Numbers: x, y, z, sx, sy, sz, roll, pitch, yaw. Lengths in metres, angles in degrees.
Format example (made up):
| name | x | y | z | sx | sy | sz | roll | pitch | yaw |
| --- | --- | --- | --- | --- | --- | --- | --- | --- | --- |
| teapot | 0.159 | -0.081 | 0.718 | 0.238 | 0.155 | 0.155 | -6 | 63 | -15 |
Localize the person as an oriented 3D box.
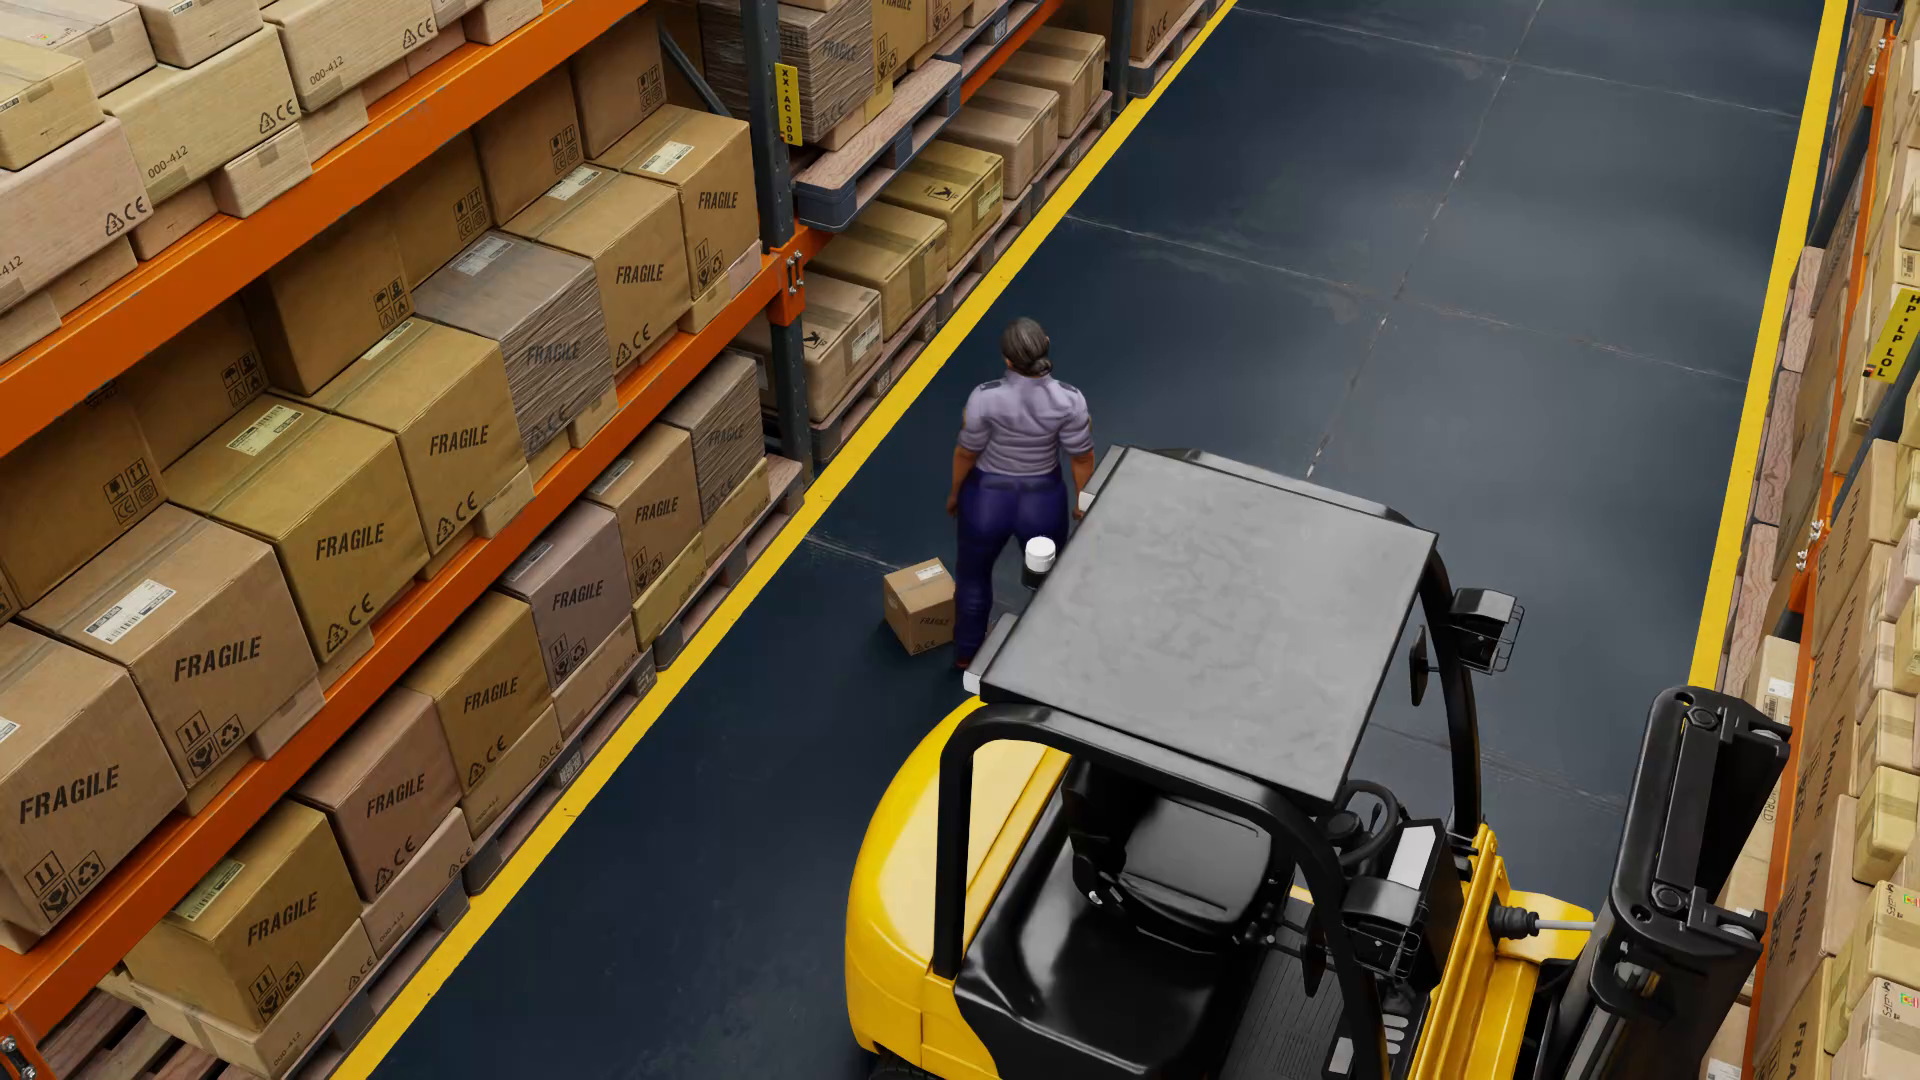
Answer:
| name | x | y | z | sx | sy | sz | roll | pitch | yaw |
| --- | --- | --- | --- | --- | --- | --- | --- | --- | --- |
| person | 0.259 | -0.130 | 6.290 | 0.617 | 1.649 | 0.373 | -2 | 42 | -3 |
